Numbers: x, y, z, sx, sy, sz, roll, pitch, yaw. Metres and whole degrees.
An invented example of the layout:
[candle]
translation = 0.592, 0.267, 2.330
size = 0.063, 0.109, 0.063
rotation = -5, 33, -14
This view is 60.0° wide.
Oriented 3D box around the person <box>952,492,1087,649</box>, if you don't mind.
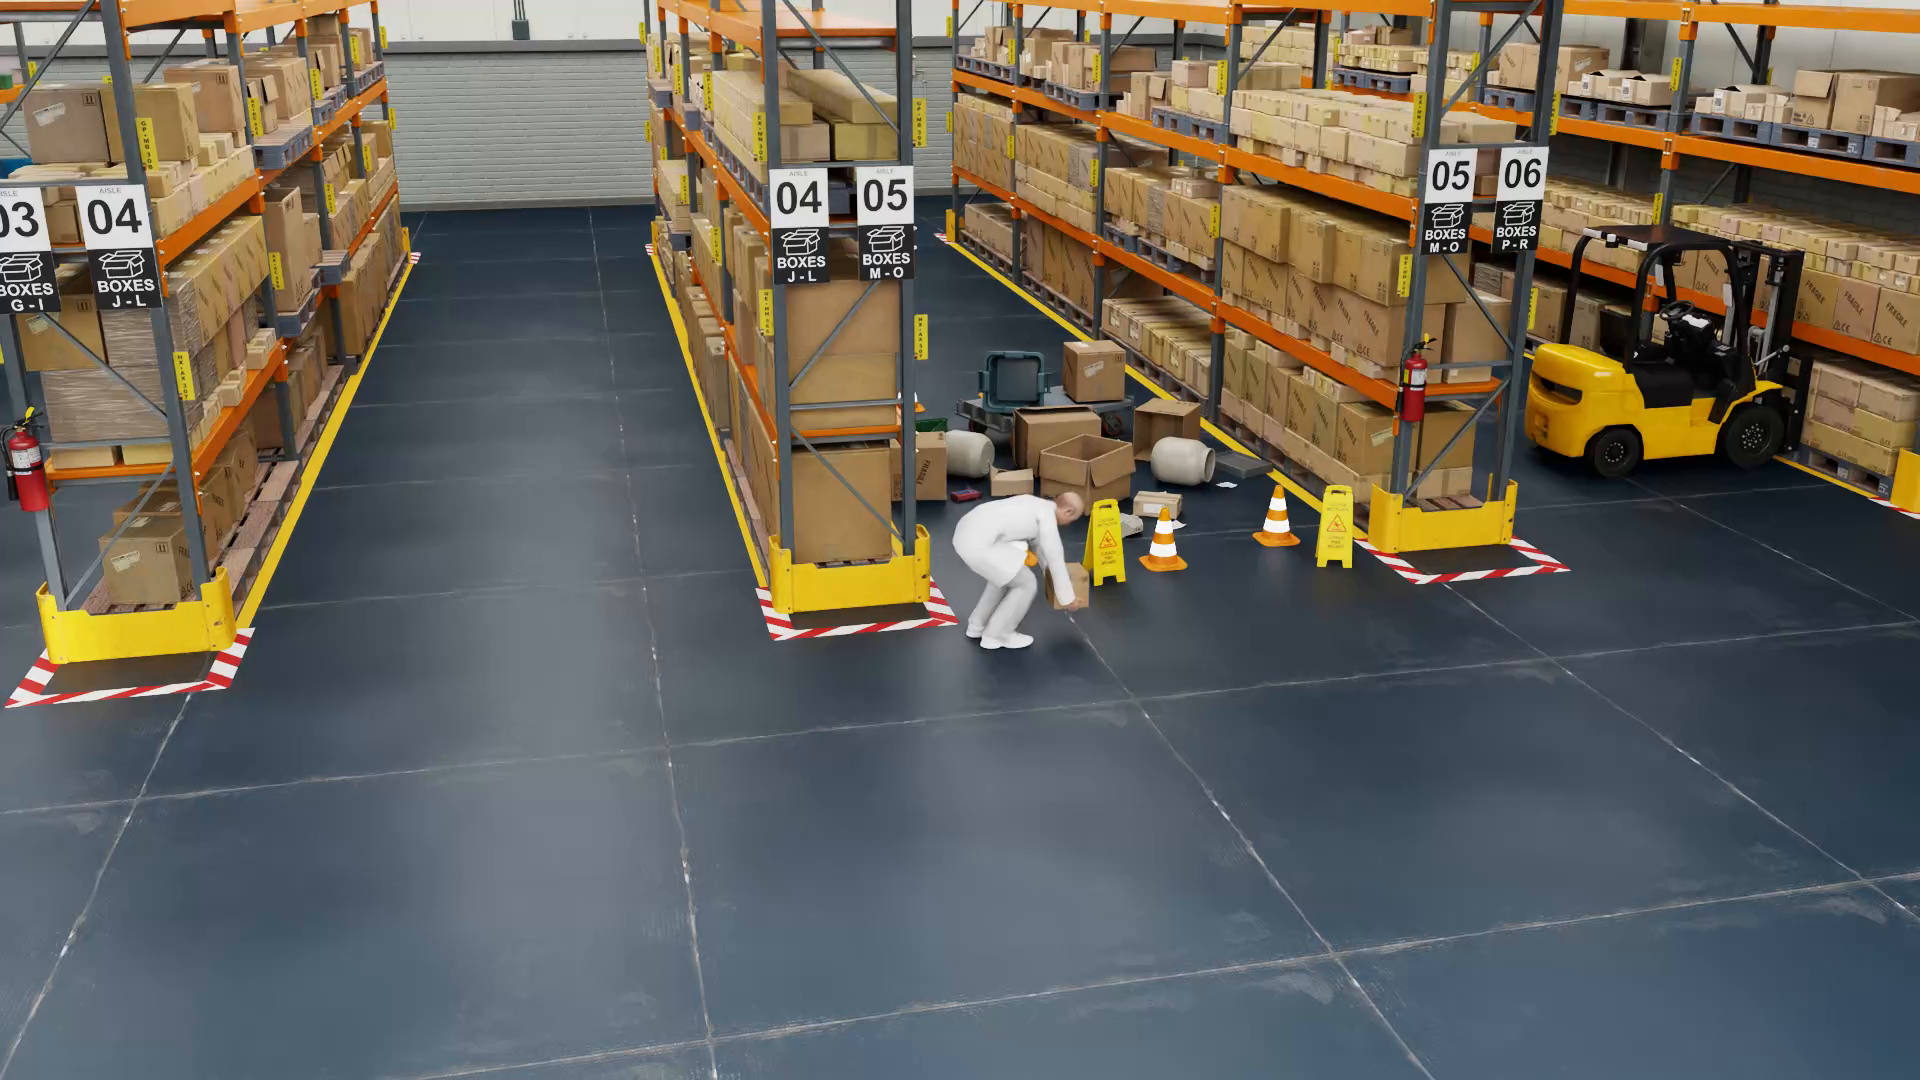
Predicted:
[person]
translation = 0.414, 0.203, 11.616
size = 0.943, 1.046, 0.584
rotation = -6, 20, -15
